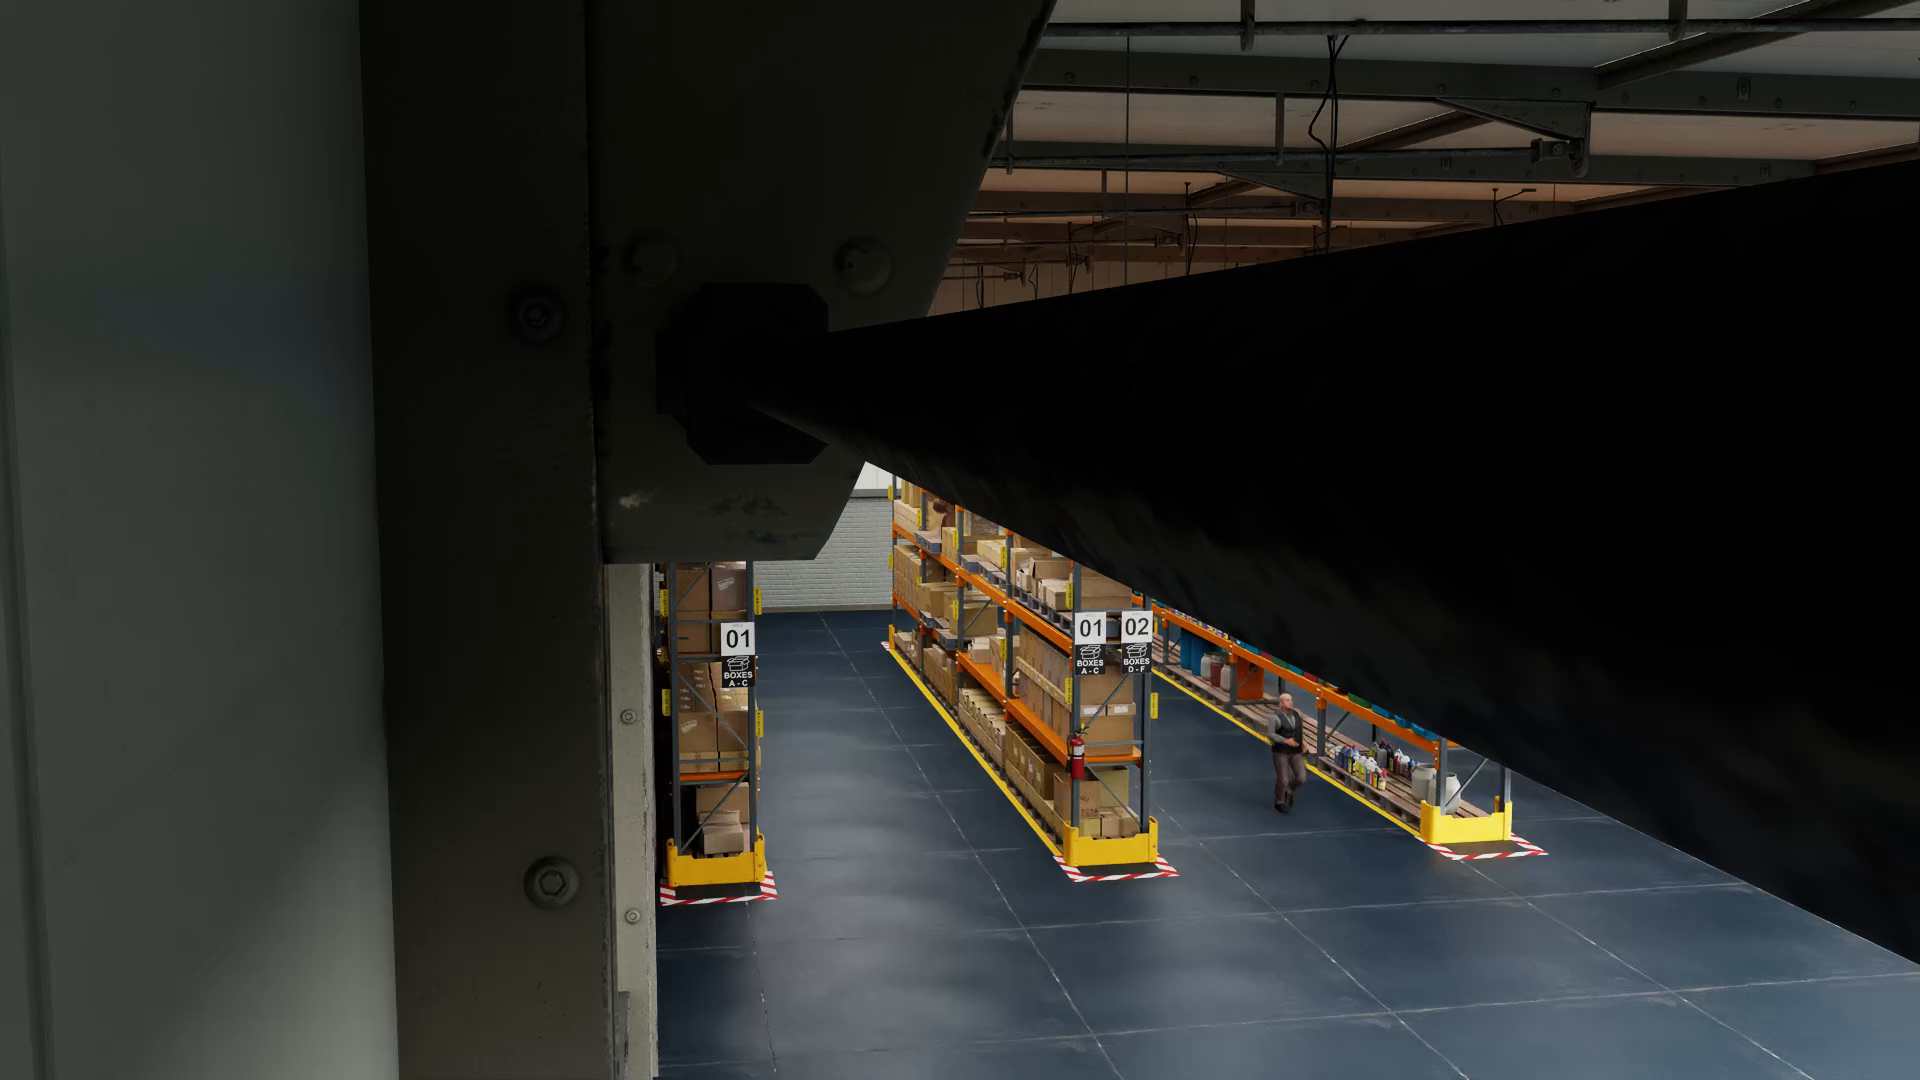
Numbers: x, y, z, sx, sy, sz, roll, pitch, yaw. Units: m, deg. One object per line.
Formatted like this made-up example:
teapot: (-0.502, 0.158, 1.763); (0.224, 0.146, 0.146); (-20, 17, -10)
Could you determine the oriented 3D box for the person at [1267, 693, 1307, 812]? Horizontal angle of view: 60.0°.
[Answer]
person: (4.600, 2.983, 23.211); (0.645, 1.679, 0.592); (-2, 7, -20)
